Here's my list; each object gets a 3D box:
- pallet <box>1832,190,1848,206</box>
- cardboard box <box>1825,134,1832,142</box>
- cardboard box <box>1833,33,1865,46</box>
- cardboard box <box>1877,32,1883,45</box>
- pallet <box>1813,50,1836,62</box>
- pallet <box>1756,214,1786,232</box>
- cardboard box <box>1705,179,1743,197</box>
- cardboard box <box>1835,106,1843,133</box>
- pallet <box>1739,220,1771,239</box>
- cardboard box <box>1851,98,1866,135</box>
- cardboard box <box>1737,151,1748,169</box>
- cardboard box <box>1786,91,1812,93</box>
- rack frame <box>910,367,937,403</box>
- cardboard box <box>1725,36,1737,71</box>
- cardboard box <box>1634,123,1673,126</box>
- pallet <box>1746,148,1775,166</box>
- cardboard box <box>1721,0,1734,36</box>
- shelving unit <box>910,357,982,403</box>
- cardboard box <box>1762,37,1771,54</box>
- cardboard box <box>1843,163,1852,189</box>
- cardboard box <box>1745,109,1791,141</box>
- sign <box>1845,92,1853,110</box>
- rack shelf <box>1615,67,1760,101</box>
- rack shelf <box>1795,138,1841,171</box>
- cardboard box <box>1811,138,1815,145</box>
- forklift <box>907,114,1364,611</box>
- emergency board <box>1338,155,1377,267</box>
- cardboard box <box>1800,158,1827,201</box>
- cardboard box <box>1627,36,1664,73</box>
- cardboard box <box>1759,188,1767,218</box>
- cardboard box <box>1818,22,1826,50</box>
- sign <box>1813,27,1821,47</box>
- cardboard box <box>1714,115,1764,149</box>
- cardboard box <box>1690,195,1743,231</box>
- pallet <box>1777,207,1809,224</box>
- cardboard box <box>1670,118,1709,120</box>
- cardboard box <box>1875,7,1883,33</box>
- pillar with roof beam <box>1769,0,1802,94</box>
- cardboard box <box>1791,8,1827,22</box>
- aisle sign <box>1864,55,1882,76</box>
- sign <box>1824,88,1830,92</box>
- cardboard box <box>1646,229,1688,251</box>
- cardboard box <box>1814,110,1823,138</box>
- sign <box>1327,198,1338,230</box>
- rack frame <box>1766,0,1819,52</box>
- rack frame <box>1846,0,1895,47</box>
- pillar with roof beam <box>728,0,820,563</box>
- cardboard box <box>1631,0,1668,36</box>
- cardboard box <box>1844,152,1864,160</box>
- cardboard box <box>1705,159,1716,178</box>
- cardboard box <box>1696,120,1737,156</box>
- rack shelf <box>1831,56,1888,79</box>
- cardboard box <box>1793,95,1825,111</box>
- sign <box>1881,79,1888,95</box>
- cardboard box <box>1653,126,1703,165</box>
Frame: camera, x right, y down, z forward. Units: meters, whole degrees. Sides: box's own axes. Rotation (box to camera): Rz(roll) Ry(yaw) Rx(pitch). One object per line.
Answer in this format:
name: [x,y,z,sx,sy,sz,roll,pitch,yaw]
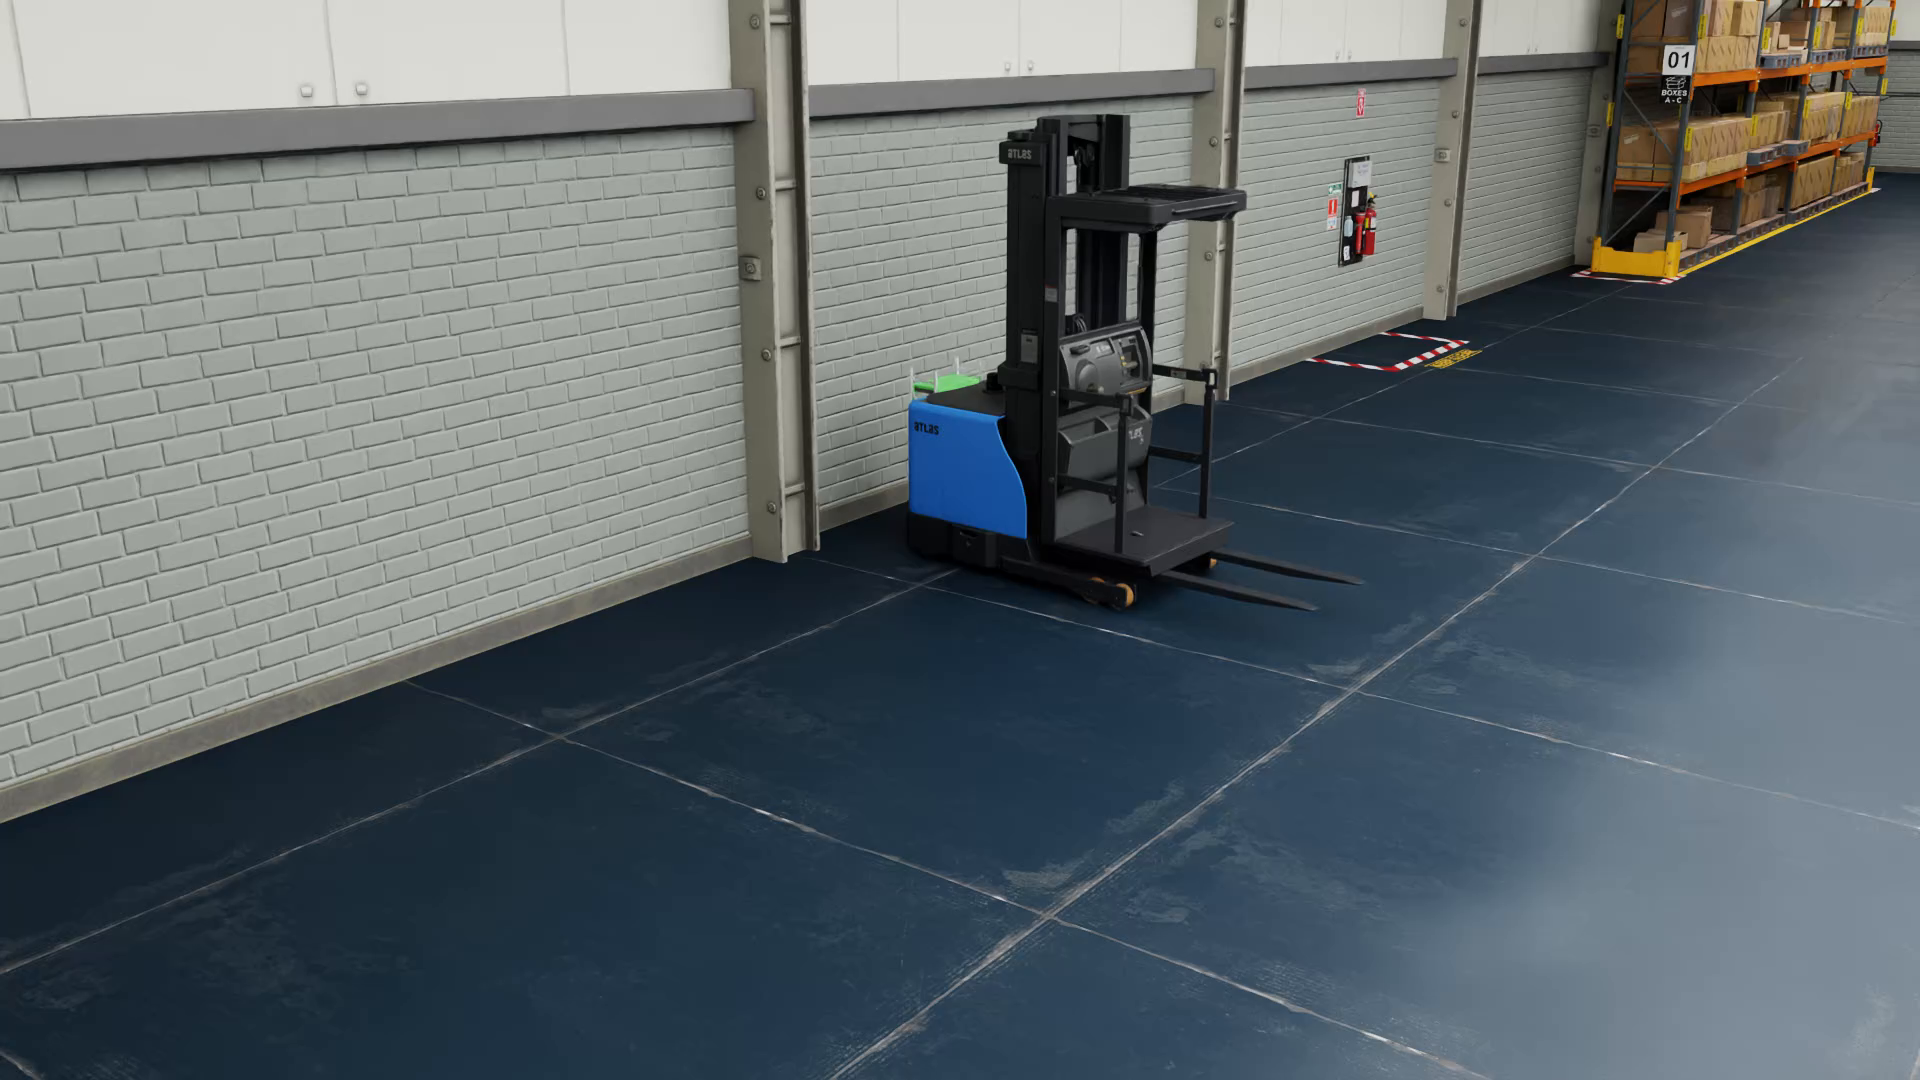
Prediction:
pallet: [17.463,-7.009,33.959,1.003,0.211,1.213,12,21,35]
cardboard box: [16.540,-7.741,32.005,0.380,0.149,0.250,12,21,35]
cardboard box: [17.570,-9.901,32.887,0.500,0.250,0.500,12,21,35]
cardboard box: [18.798,-10.390,34.463,0.500,0.250,0.500,11,21,33]
pallet: [15.568,-8.993,30.906,1.003,0.211,1.213,14,22,37]
pallet: [14.097,-5.703,29.754,1.003,0.211,1.213,12,21,35]
cardboard box: [12.865,-5.927,27.979,0.500,0.250,0.500,12,21,34]
cardboard box: [16.874,-8.219,32.448,0.500,0.500,0.500,12,21,34]
pallet: [13.369,-5.414,28.822,1.003,0.211,1.213,12,21,35]
cardboard box: [18.148,-8.791,34.490,0.980,0.700,0.700,11,20,32]
cardboard box: [12.141,-6.040,26.355,0.500,0.250,0.500,12,21,35]
cardboard box: [16.463,-8.668,32.629,0.500,0.250,0.500,13,22,36]
rack frame: [-0.252,-0.604,11.666,0.240,1.200,0.015,14,22,37]
cardboard box: [11.154,-7.218,24.670,0.500,0.500,0.500,14,22,38]
cardboard box: [10.215,-5.880,24.574,0.500,0.500,0.500,13,21,35]
pallet: [12.752,-6.333,27.403,1.003,0.211,1.213,12,21,35]
cardboard box: [10.857,-7.566,24.105,0.500,0.500,0.500,13,22,36]
shelving unit: [-0.097,-0.660,11.847,0.258,1.200,0.503,14,22,37]
cardboard box: [12.937,-8.122,27.223,0.500,0.311,0.500,13,22,36]
cardboard box: [18.084,-7.581,34.606,0.700,0.500,0.500,13,21,36]
cardboard box: [14.291,-7.365,29.493,0.700,0.500,0.500,10,20,28]
sign: [17.388,-8.595,32.546,0.100,0.325,0.005,12,21,35]
rack shelf: [10.988,-6.881,24.999,1.077,0.370,4.000,12,21,35]
rack shelf: [15.755,-7.354,31.580,1.077,0.370,4.000,12,21,35]
cardboard box: [15.851,-7.515,31.277,0.380,0.149,0.250,13,21,35]
forklift: [1.095,-1.140,10.474,3.031,2.935,1.130,14,22,37]
emergency board: [4.441,-3.624,18.357,0.194,1.169,0.643,12,21,35]
cardboard box: [16.137,-6.958,32.008,0.750,0.750,0.750,13,22,36]
cardboard box: [9.842,-6.950,23.805,0.500,0.500,0.500,14,22,39]
cardboard box: [13.776,-5.955,29.334,0.700,0.500,0.500,12,21,35]
cardboard box: [15.704,-9.422,31.058,0.700,0.500,0.500,12,21,35]
sign: [14.998,-8.804,29.107,0.100,0.325,0.005,12,21,35]
cardboard box: [12.849,-6.773,27.587,0.700,0.500,0.500,15,23,40]
cardboard box: [12.605,-5.463,27.751,0.700,0.500,0.500,13,22,37]
pallet: [15.094,-6.064,30.914,1.003,0.211,1.213,12,21,35]
cardboard box: [11.421,-6.367,26.143,0.500,0.500,0.500,12,21,34]
cardboard box: [18.502,-10.628,33.965,0.500,0.500,0.500,11,21,32]
pillar with roof beam: [20.126,-10.598,30.697,9.100,9.000,0.400,12,21,35]
cardboard box: [16.000,-9.902,31.339,0.500,0.250,0.500,12,21,33]
aisle sign: [19.614,-10.332,35.574,0.394,0.787,0.004,12,21,35]
sign: [18.888,-9.677,36.255,0.100,0.325,0.005,12,21,35]
cardboard box: [10.621,-4.526,25.053,0.500,0.311,0.500,15,22,39]
cardboard box: [15.674,-7.732,30.880,0.500,0.500,0.500,12,21,34]
sign: [4.029,-3.528,17.986,0.001,0.329,0.234,12,21,35]
rack frame: [14.563,-10.086,29.049,1.000,3.000,0.127,12,21,35]
rack frame: [19.330,-11.991,35.185,1.000,3.000,0.127,12,21,35]
pillar with roof beam: [2.251,-3.452,7.687,9.100,9.000,0.400,12,21,35]
cardboard box: [9.844,-7.432,23.672,0.500,0.500,0.500,14,22,37]
cardboard box: [19.063,-8.196,35.491,0.380,0.149,0.250,12,21,34]
cardboard box: [10.949,-5.560,24.810,0.500,0.250,0.500,12,21,34]
cardboard box: [11.545,-6.159,25.474,0.500,0.500,0.500,12,21,33]
rack shelf: [18.138,-9.739,34.203,1.077,0.370,4.000,12,21,35]
cardboard box: [15.655,-8.089,30.766,0.500,0.250,0.500,13,21,35]
sign: [19.758,-9.693,35.549,0.100,0.325,0.005,12,21,35]
cardboard box: [10.323,-5.672,23.906,0.500,0.500,0.500,12,21,35]
